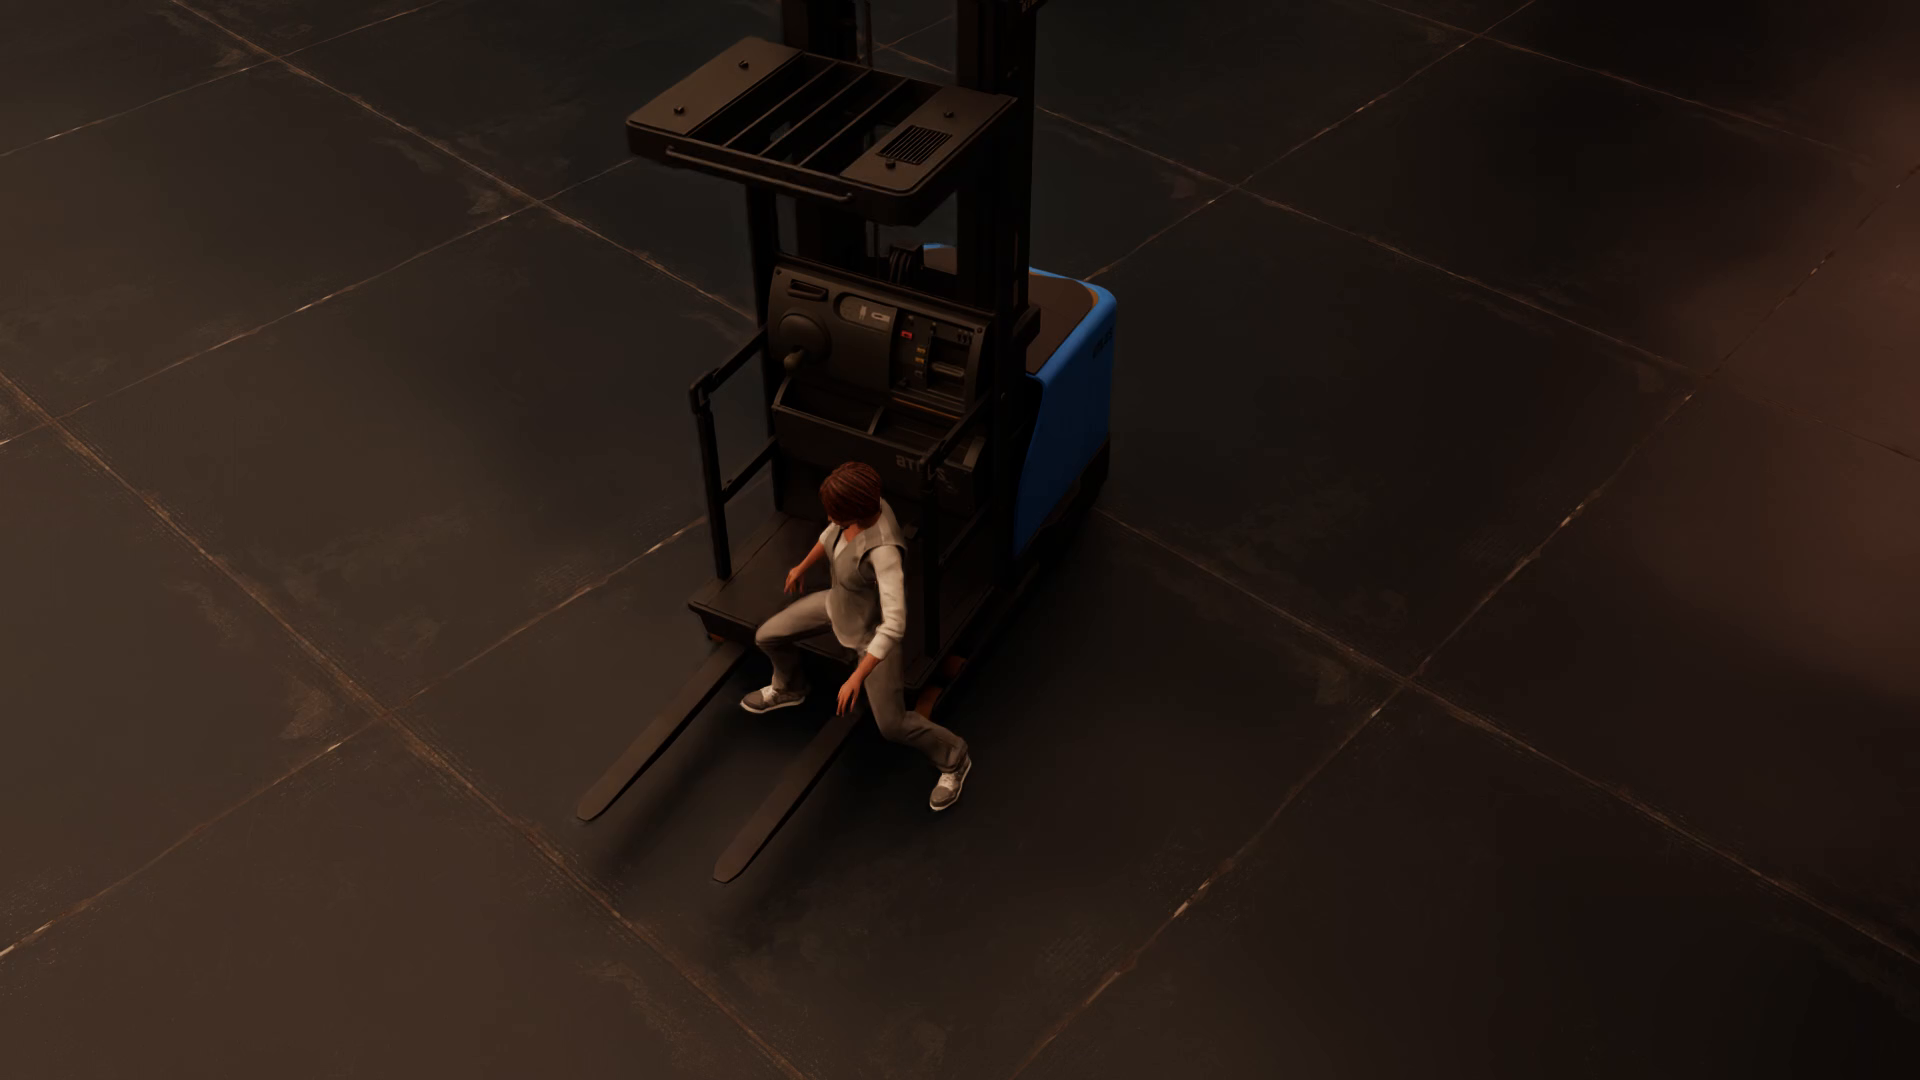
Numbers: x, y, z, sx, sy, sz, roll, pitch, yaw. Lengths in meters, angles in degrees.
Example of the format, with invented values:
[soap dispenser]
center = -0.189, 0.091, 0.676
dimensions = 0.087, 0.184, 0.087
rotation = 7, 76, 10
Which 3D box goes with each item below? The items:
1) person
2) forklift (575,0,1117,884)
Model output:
[person]
center = -0.383, 0.328, 6.149
dimensions = 0.741, 1.502, 0.856
rotation = -17, 43, -19
[forklift]
center = -0.425, -0.694, 6.238
dimensions = 1.130, 2.935, 3.031
rotation = 19, 44, 21
